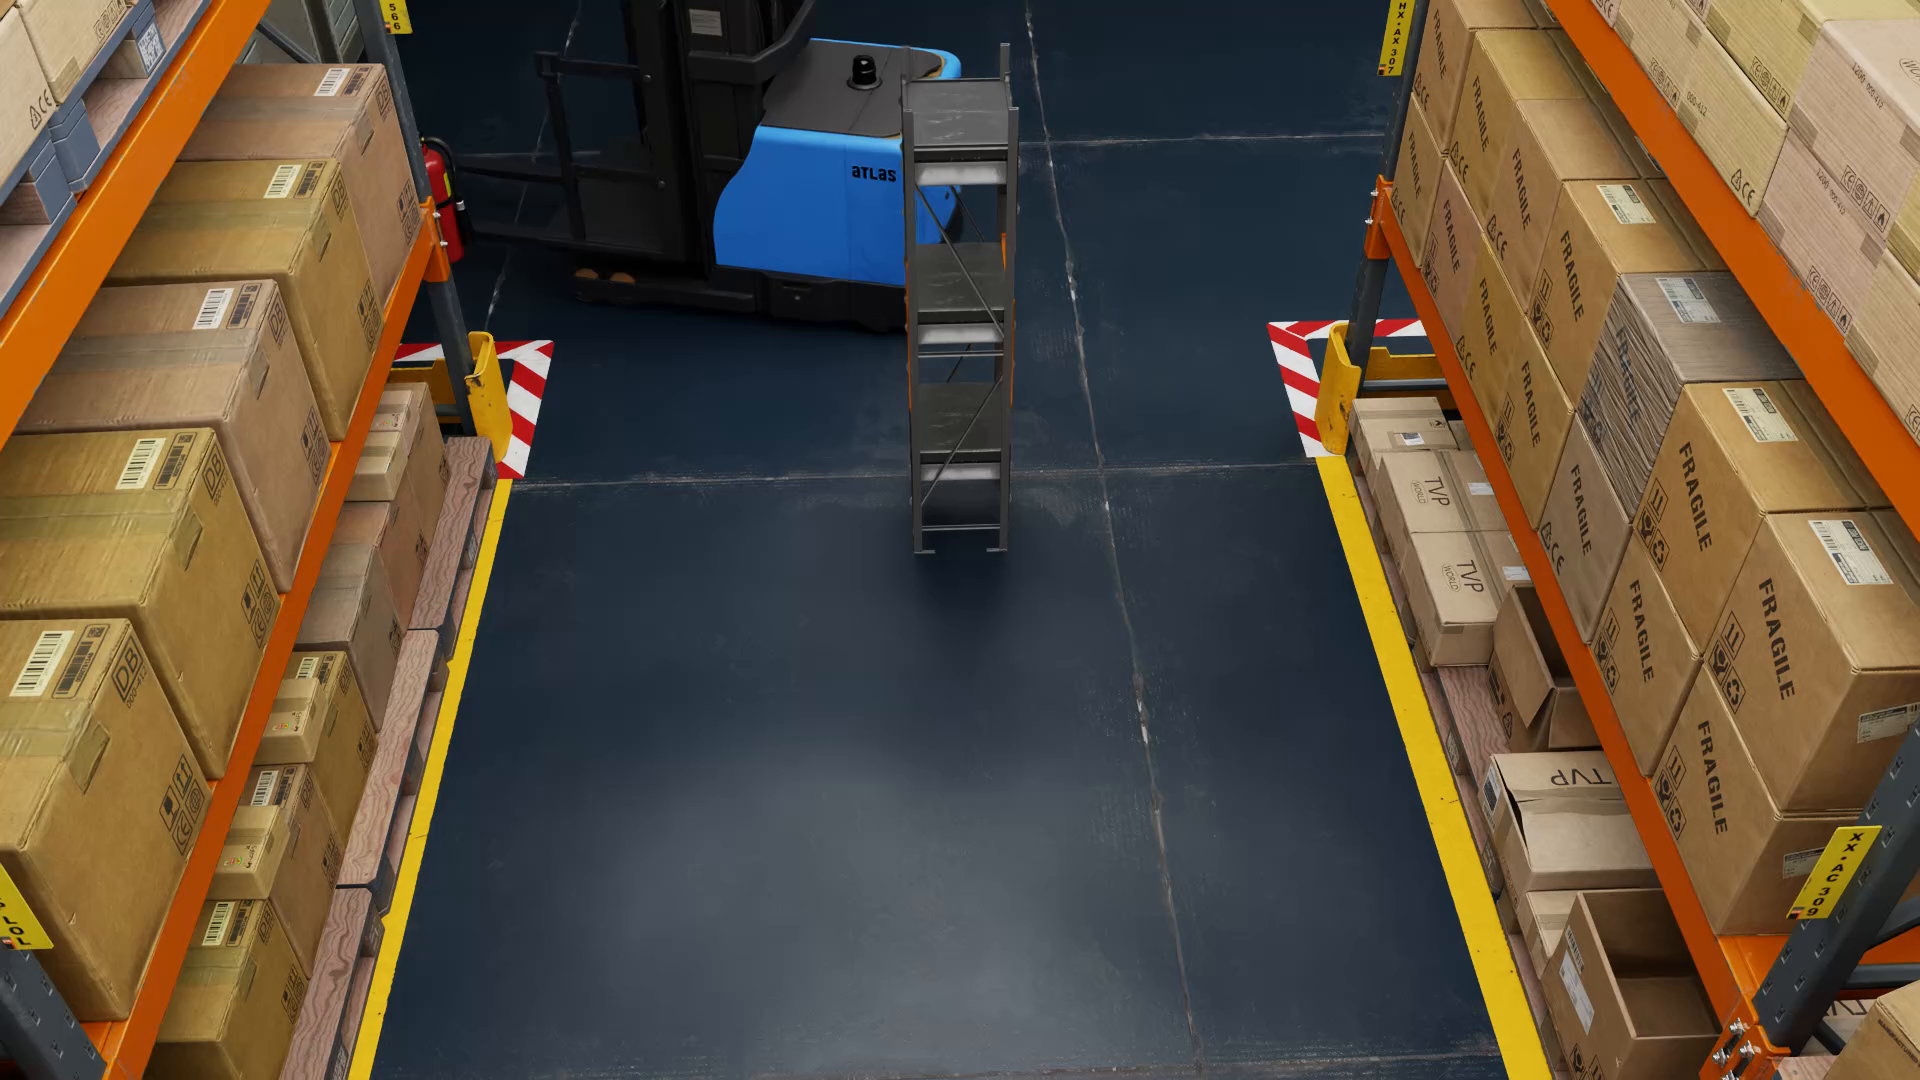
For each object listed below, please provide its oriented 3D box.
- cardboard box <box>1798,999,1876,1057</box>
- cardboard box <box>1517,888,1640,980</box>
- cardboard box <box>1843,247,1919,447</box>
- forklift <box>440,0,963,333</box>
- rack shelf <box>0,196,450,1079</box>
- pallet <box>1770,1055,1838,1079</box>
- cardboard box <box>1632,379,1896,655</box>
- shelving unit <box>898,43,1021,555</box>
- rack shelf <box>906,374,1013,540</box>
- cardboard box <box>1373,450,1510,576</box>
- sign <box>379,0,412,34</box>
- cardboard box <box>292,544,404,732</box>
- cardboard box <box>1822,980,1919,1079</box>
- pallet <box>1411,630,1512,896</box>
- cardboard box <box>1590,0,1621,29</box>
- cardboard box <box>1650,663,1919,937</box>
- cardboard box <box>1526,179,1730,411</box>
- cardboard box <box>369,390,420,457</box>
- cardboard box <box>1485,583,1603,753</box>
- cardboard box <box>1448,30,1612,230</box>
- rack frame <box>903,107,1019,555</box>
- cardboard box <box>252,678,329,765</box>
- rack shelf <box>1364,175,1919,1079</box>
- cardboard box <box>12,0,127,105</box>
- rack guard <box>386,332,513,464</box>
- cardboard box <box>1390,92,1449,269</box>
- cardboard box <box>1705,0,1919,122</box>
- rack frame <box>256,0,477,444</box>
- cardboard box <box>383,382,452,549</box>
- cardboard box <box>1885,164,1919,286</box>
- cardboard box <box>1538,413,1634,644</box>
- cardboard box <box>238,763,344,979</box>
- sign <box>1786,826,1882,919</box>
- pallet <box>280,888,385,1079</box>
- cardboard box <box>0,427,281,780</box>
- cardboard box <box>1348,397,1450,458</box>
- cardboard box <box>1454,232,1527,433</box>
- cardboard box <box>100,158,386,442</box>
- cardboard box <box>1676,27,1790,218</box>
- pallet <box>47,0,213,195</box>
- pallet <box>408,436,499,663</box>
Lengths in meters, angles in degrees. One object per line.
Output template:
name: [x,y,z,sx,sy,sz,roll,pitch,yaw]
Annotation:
cardboard box: [2.633,1.561,4.992,0.500,0.311,0.500,-2,43,-2]
cardboard box: [2.051,1.282,5.416,0.380,0.149,0.250,-2,43,-2]
cardboard box: [2.148,-0.350,3.303,0.500,0.250,0.500,-2,43,-2]
forklift: [-1.553,-2.626,7.945,3.031,2.935,1.130,8,43,9]
rack shelf: [-2.600,0.081,5.474,1.077,0.370,4.000,-2,43,-2]
pallet: [2.359,1.635,3.389,1.003,0.211,1.213,-2,43,-2]
cardboard box: [2.130,-0.064,4.286,0.500,0.500,0.500,-2,43,-3]
shelving unit: [-0.007,-0.886,6.662,0.431,2.100,0.503,-2,43,-2]
rack shelf: [-0.007,-0.360,7.145,0.431,0.518,0.480,-2,43,-2]
cardboard box: [2.025,-0.115,6.865,0.500,0.250,0.500,-2,43,-2]
sign: [-2.142,-2.055,6.240,0.100,0.325,0.005,-2,43,-2]
cardboard box: [-2.512,0.379,6.155,0.700,0.500,0.500,-3,43,-3]
cardboard box: [2.231,1.156,3.384,0.700,0.500,0.500,-15,45,-16]
pallet: [2.351,0.760,6.265,1.003,0.211,1.213,-2,43,-2]
cardboard box: [2.063,-1.700,4.776,0.500,0.250,0.500,-2,43,-2]
cardboard box: [2.157,0.654,4.242,0.500,0.500,0.500,-1,43,-1]
cardboard box: [2.088,-0.744,5.028,0.500,0.500,0.500,-2,43,-2]
cardboard box: [-2.367,-0.456,6.586,0.380,0.149,0.250,-2,43,-2]
cardboard box: [2.349,0.511,5.994,0.797,0.503,0.637,-2,43,-2]
cardboard box: [2.050,-1.425,5.770,0.500,0.500,0.500,-1,43,-1]
rack frame: [0.003,-0.721,6.483,0.400,2.100,0.015,-2,43,-2]
cardboard box: [-2.299,0.597,5.438,0.380,0.149,0.250,-3,43,-3]
rack shelf: [2.349,-0.064,5.632,1.077,0.370,4.000,-2,43,-2]
cardboard box: [-2.317,-1.241,3.890,0.500,0.250,0.500,-3,43,-3]
rack guard: [-2.686,-0.629,7.566,1.175,0.500,0.348,-2,43,-2]
cardboard box: [2.020,-1.409,6.493,0.500,0.500,0.500,-1,43,-1]
cardboard box: [2.106,-1.209,3.870,0.500,0.250,0.500,-2,43,-2]
rack frame: [-2.685,-1.534,6.704,1.000,3.000,0.127,-2,43,-2]
cardboard box: [-2.555,-0.298,6.894,0.700,0.500,0.500,-2,43,-2]
cardboard box: [2.142,-0.534,3.134,0.500,0.250,0.500,-2,43,-2]
cardboard box: [2.109,-0.040,5.000,0.500,0.500,0.500,-1,43,-1]
cardboard box: [-2.462,1.086,5.385,0.700,0.500,0.500,-2,43,-2]
sign: [1.893,0.723,3.601,0.100,0.325,0.005,-2,43,-2]
pallet: [-2.469,1.678,5.263,1.003,0.211,1.213,-2,43,-2]
cardboard box: [-2.547,0.196,4.594,0.980,0.700,0.700,-3,43,-3]
cardboard box: [1.939,-0.498,7.357,0.380,0.149,0.250,-2,43,-2]
cardboard box: [2.066,-0.722,5.743,0.500,0.500,0.500,-2,43,-2]
cardboard box: [-2.611,-0.810,5.692,0.980,0.700,0.700,-2,43,-2]
cardboard box: [2.108,-1.025,4.039,0.500,0.250,0.500,-2,43,-2]
pallet: [-2.588,-1.281,4.274,1.003,0.211,1.213,-2,43,-2]
pallet: [-2.572,0.031,7.060,1.003,0.211,1.213,-2,43,-2]
